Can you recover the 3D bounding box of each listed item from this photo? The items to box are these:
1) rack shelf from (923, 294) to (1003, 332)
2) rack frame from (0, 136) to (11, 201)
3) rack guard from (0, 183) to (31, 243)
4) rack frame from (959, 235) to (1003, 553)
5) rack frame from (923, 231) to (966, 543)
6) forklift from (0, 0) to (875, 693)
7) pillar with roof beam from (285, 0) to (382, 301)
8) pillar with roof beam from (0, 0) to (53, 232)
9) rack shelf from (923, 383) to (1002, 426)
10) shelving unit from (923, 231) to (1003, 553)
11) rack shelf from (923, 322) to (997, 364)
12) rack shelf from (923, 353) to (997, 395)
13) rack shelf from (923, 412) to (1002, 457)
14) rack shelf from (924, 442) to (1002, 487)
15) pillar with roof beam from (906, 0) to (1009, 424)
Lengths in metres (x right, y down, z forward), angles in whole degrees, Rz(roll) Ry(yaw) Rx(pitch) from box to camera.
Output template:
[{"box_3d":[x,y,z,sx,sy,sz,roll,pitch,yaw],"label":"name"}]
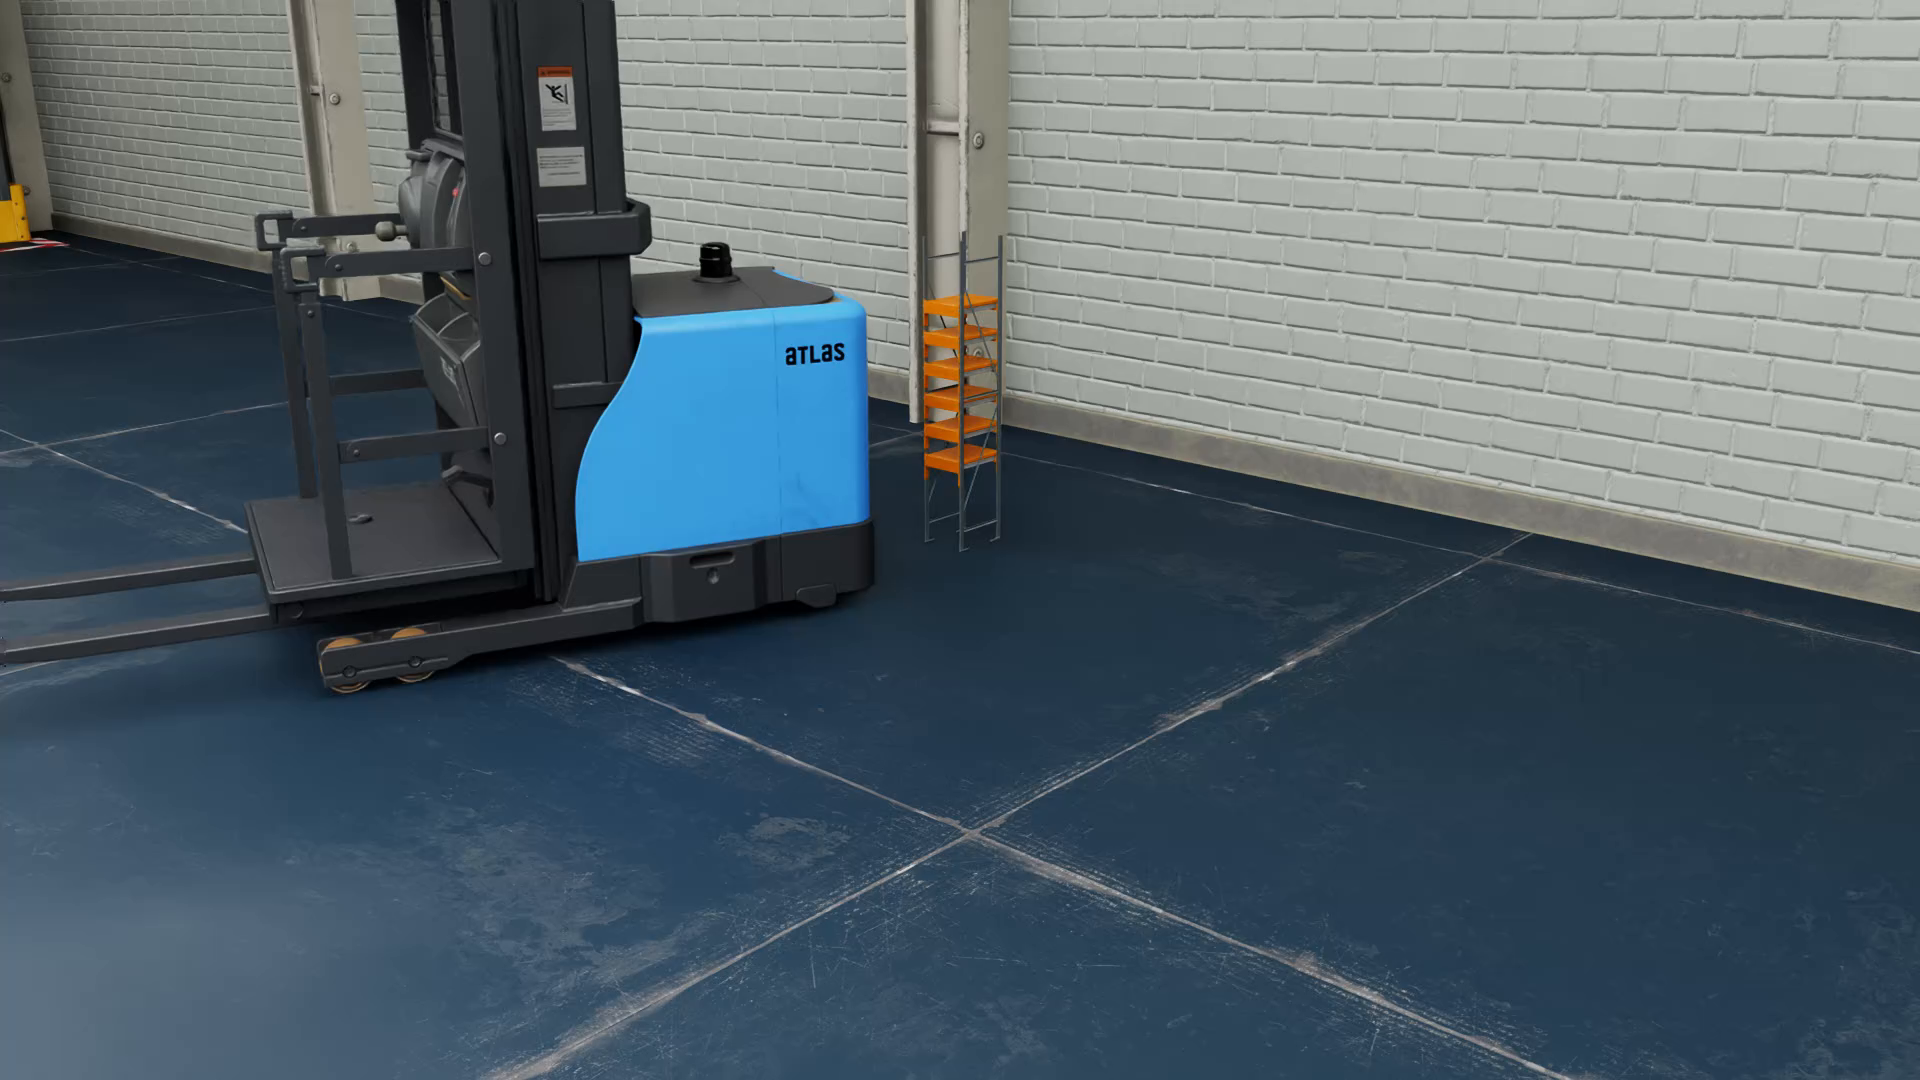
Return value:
[{"box_3d":[0.011,-0.870,6.326,0.180,0.103,0.258,15,23,39],"label":"rack shelf"},{"box_3d":[-9.065,-4.099,14.568,0.127,3.000,1.000,15,23,39],"label":"rack frame"},{"box_3d":[-9.047,-2.902,14.931,0.348,0.500,1.175,15,23,39],"label":"rack guard"},{"box_3d":[0.079,-0.551,6.363,0.006,1.200,0.240,15,23,39],"label":"rack frame"},{"box_3d":[-0.058,-0.587,6.479,0.006,1.200,0.240,15,23,39],"label":"rack frame"},{"box_3d":[-1.857,-1.107,5.256,3.031,2.935,1.130,-8,19,-25],"label":"forklift"},{"box_3d":[-7.358,-5.123,7.878,0.400,9.000,9.100,15,23,39],"label":"pillar with roof beam"},{"box_3d":[-11.845,-6.328,11.674,0.400,9.000,9.100,15,23,39],"label":"pillar with roof beam"},{"box_3d":[0.011,-0.527,6.434,0.180,0.103,0.258,15,23,39],"label":"rack shelf"},{"box_3d":[0.011,-0.569,6.421,0.189,1.200,0.258,15,23,39],"label":"shelving unit"},{"box_3d":[0.011,-0.755,6.362,0.180,0.103,0.258,15,23,39],"label":"rack shelf"},{"box_3d":[0.011,-0.641,6.398,0.180,0.103,0.258,15,23,39],"label":"rack shelf"},{"box_3d":[0.011,-0.412,6.471,0.180,0.103,0.258,15,23,39],"label":"rack shelf"},{"box_3d":[0.011,-0.298,6.507,0.180,0.103,0.258,15,23,39],"label":"rack shelf"},{"box_3d":[-2.870,-3.918,4.082,0.400,9.000,9.100,15,23,39],"label":"pillar with roof beam"}]
